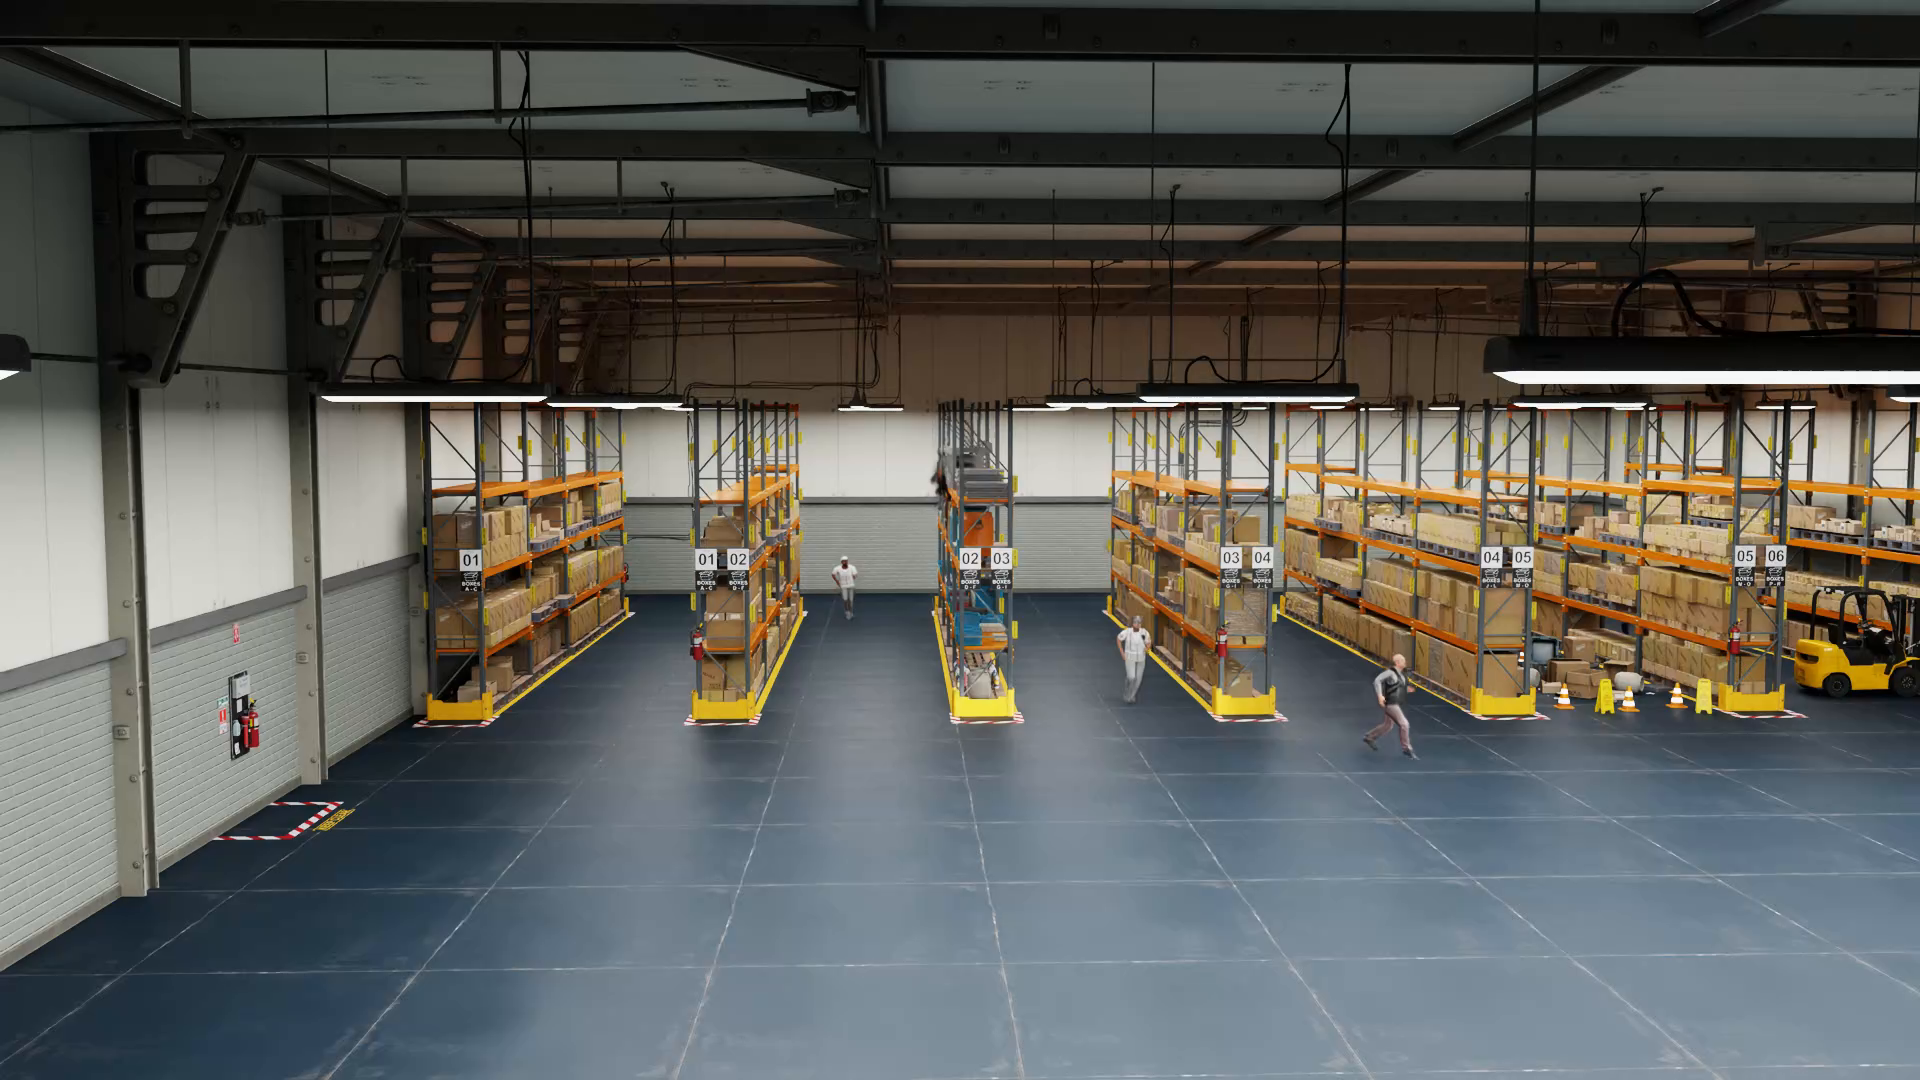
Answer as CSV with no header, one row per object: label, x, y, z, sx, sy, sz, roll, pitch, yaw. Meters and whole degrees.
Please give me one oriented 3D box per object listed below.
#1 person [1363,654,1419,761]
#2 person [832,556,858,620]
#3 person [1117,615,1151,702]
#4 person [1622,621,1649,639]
person,7.183,2.767,27.681,0.977,1.752,0.678,3,5,36
person,-3.183,1.342,46.383,0.695,1.803,0.716,-1,4,-14
person,3.469,2.351,32.862,0.657,1.728,0.655,-1,4,-8
person,16.753,1.809,41.322,0.587,1.638,0.973,0,4,-6
